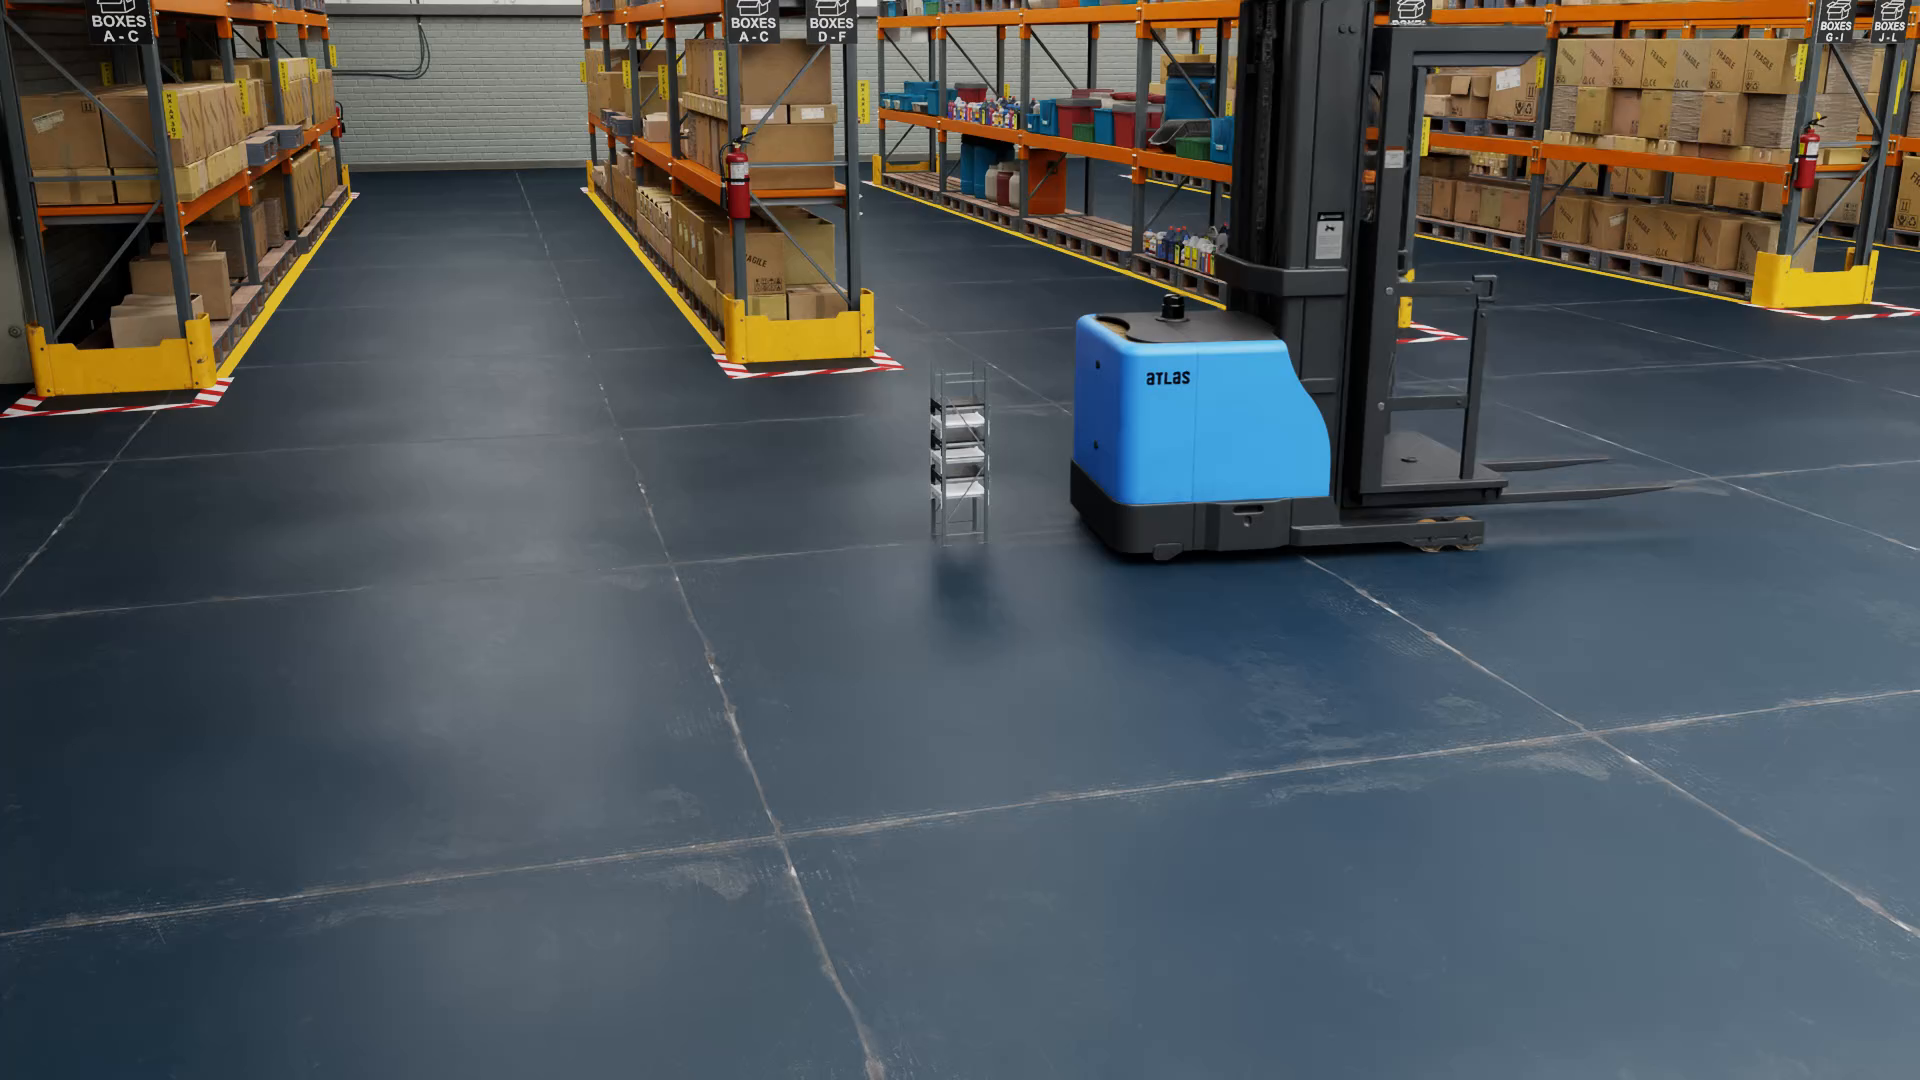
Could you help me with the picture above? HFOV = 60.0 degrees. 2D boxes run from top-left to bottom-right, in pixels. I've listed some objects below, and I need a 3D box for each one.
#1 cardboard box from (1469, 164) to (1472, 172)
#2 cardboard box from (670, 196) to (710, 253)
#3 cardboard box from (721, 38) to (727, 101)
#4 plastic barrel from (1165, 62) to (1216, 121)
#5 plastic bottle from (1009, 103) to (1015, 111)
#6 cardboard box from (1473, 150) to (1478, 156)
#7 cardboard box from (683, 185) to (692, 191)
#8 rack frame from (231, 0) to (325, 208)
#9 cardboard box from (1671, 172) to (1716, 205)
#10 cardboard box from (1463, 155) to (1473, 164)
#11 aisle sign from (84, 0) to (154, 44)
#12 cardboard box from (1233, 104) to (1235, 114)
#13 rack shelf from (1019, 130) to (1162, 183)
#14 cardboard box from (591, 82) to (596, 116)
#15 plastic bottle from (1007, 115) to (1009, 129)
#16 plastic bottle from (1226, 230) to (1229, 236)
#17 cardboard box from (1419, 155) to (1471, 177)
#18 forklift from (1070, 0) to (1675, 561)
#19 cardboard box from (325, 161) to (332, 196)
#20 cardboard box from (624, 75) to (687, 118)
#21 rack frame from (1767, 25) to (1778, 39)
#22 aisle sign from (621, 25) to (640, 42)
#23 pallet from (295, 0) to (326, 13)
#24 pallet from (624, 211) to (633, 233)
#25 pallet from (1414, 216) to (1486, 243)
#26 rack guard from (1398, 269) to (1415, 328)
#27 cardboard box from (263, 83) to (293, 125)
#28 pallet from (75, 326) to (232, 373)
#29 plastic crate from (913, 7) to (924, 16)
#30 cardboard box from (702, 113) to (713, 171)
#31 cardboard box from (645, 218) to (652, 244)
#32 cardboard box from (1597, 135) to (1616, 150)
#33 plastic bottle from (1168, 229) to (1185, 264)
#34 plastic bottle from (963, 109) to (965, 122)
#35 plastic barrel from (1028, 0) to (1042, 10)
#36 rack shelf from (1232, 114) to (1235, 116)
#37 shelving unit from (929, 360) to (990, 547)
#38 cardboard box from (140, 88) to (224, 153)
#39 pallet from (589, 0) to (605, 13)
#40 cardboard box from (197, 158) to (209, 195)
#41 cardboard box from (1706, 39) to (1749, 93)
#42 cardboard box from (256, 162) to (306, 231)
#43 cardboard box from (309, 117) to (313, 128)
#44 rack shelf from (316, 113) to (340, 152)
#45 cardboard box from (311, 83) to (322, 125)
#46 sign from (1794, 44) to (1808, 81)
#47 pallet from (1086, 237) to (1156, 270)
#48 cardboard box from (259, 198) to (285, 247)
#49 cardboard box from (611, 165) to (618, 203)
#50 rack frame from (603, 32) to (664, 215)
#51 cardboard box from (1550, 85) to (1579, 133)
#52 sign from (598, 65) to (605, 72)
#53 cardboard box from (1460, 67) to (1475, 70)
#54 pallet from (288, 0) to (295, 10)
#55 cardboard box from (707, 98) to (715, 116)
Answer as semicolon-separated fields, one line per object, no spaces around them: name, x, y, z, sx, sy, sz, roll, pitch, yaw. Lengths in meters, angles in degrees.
cardboard box;9.016;-6.588;29.396;0.380;0.149;0.250;-5;17;-15
cardboard box;-2.562;-3.116;16.356;0.500;0.500;0.500;-5;17;-15
cardboard box;-1.570;-3.878;13.719;0.700;0.500;0.500;-5;17;-17
plastic barrel;2.560;-4.787;18.302;0.600;0.901;0.708;-5;17;-15
plastic bottle;0.757;-6.191;24.071;0.097;0.271;0.097;0;17;0
cardboard box;9.207;-6.797;29.056;0.380;0.149;0.250;-4;17;-13
cardboard box;-3.107;-4.159;20.159;0.500;0.311;0.500;-4;17;-14
rack frame;-9.349;-5.845;22.698;1.000;3.000;0.127;-5;17;-15
cardboard box;10.916;-5.226;23.817;1.050;0.750;0.750;-5;17;-16
cardboard box;9.103;-6.717;29.309;0.380;0.149;0.250;-4;17;-14
aisle sign;-5.743;-3.775;11.286;0.394;0.787;0.004;-5;17;-15
cardboard box;4.540;-6.958;26.840;0.380;0.149;0.250;-5;17;-15
rack shelf;1.825;-4.625;19.884;1.077;0.370;4.000;-5;17;-15
cardboard box;-5.536;-6.967;26.260;0.500;0.500;0.500;-5;17;-15
plastic bottle;0.677;-5.602;22.234;0.097;0.201;0.097;0;17;0
plastic bottle;2.882;-3.149;17.563;0.144;0.351;0.185;-6;18;-18
cardboard box;6.407;-4.958;22.019;0.500;0.250;0.500;-3;17;-9
forklift;2.153;-1.488;8.310;3.031;2.935;1.130;-3;17;-9
cardboard box;-9.730;-5.346;24.649;0.700;0.500;0.500;-4;17;-14
cardboard box;-3.769;-5.546;20.797;0.700;0.500;0.500;-12;20;-34
rack frame;14.467;-7.804;29.217;1.000;3.000;0.127;-5;17;-15
aisle sign;-5.411;-8.633;27.458;0.394;0.787;0.004;-5;17;-15
pallet;-10.234;-8.142;25.282;1.003;0.211;1.213;-5;17;-15
pallet;-3.988;-4.342;22.542;1.003;0.211;1.213;-5;17;-15
pallet;6.583;-4.025;21.485;1.003;0.211;1.213;-5;17;-15
rack guard;3.408;-2.130;14.672;1.175;0.500;0.348;-5;17;-15
cardboard box;-8.137;-5.094;19.469;0.500;0.500;0.500;-4;17;-14
pallet;-6.261;-1.439;12.876;1.003;0.211;1.213;-5;17;-15
plastic crate;-0.539;-8.261;25.983;0.293;0.136;0.466;-5;17;-15
cardboard box;-1.975;-3.666;15.270;0.700;0.500;0.500;-4;17;-14
cardboard box;-3.339;-3.566;19.158;0.500;0.250;0.500;-5;17;-17
cardboard box;7.166;-4.326;18.076;0.380;0.149;0.250;-5;17;-15
plastic bottle;2.250;-3.050;17.230;0.144;0.351;0.185;-5;18;-18
plastic bottle;0.097;-6.186;24.177;0.097;0.201;0.097;0;17;0
plastic barrel;1.066;-6.902;20.808;0.421;0.512;0.421;0;17;0
rack shelf;4.389;-7.229;28.554;1.077;0.370;4.000;-5;17;-15
shelving unit;-0.002;-0.433;8.330;0.258;0.900;0.210;-5;17;-15
cardboard box;-6.309;-3.402;13.485;0.500;0.500;0.500;-4;17;-14
pallet;-4.475;-7.399;22.982;1.213;0.211;1.003;-5;17;-15
cardboard box;-6.037;-2.766;12.674;0.500;0.250;0.500;-5;18;-17
cardboard box;7.705;-4.641;16.258;0.500;0.500;0.500;-5;17;-15
cardboard box;-8.326;-4.124;19.975;0.750;0.750;0.750;-5;17;-16
cardboard box;-8.892;-5.596;22.268;0.380;0.149;0.250;-4;17;-14
rack shelf;-9.899;-6.054;24.643;1.077;0.370;4.000;-5;17;-15
cardboard box;-9.482;-6.140;23.159;0.980;0.700;0.700;-4;17;-14
sign;7.697;-4.369;15.219;0.100;0.325;0.005;-5;17;-15
pallet;2.122;-3.294;19.053;1.003;0.211;1.213;-5;17;-15
cardboard box;-8.002;-3.558;18.662;0.700;0.500;0.500;-4;17;-14
cardboard box;-4.689;-5.099;23.792;0.500;0.500;0.500;-6;18;-18
rack frame;-4.587;-6.238;24.005;1.000;3.000;0.127;-5;17;-15
cardboard box;7.201;-4.868;18.754;0.875;0.500;0.500;-5;17;-15
sign;-5.107;-6.608;23.731;0.100;0.325;0.005;-5;17;-15
cardboard box;9.072;-8.448;28.932;0.500;0.500;0.500;-4;17;-14
pallet;-9.050;-6.941;21.463;0.805;0.209;1.217;-5;18;-17
cardboard box;-2.006;-3.797;14.577;0.380;0.149;0.250;-5;17;-16
